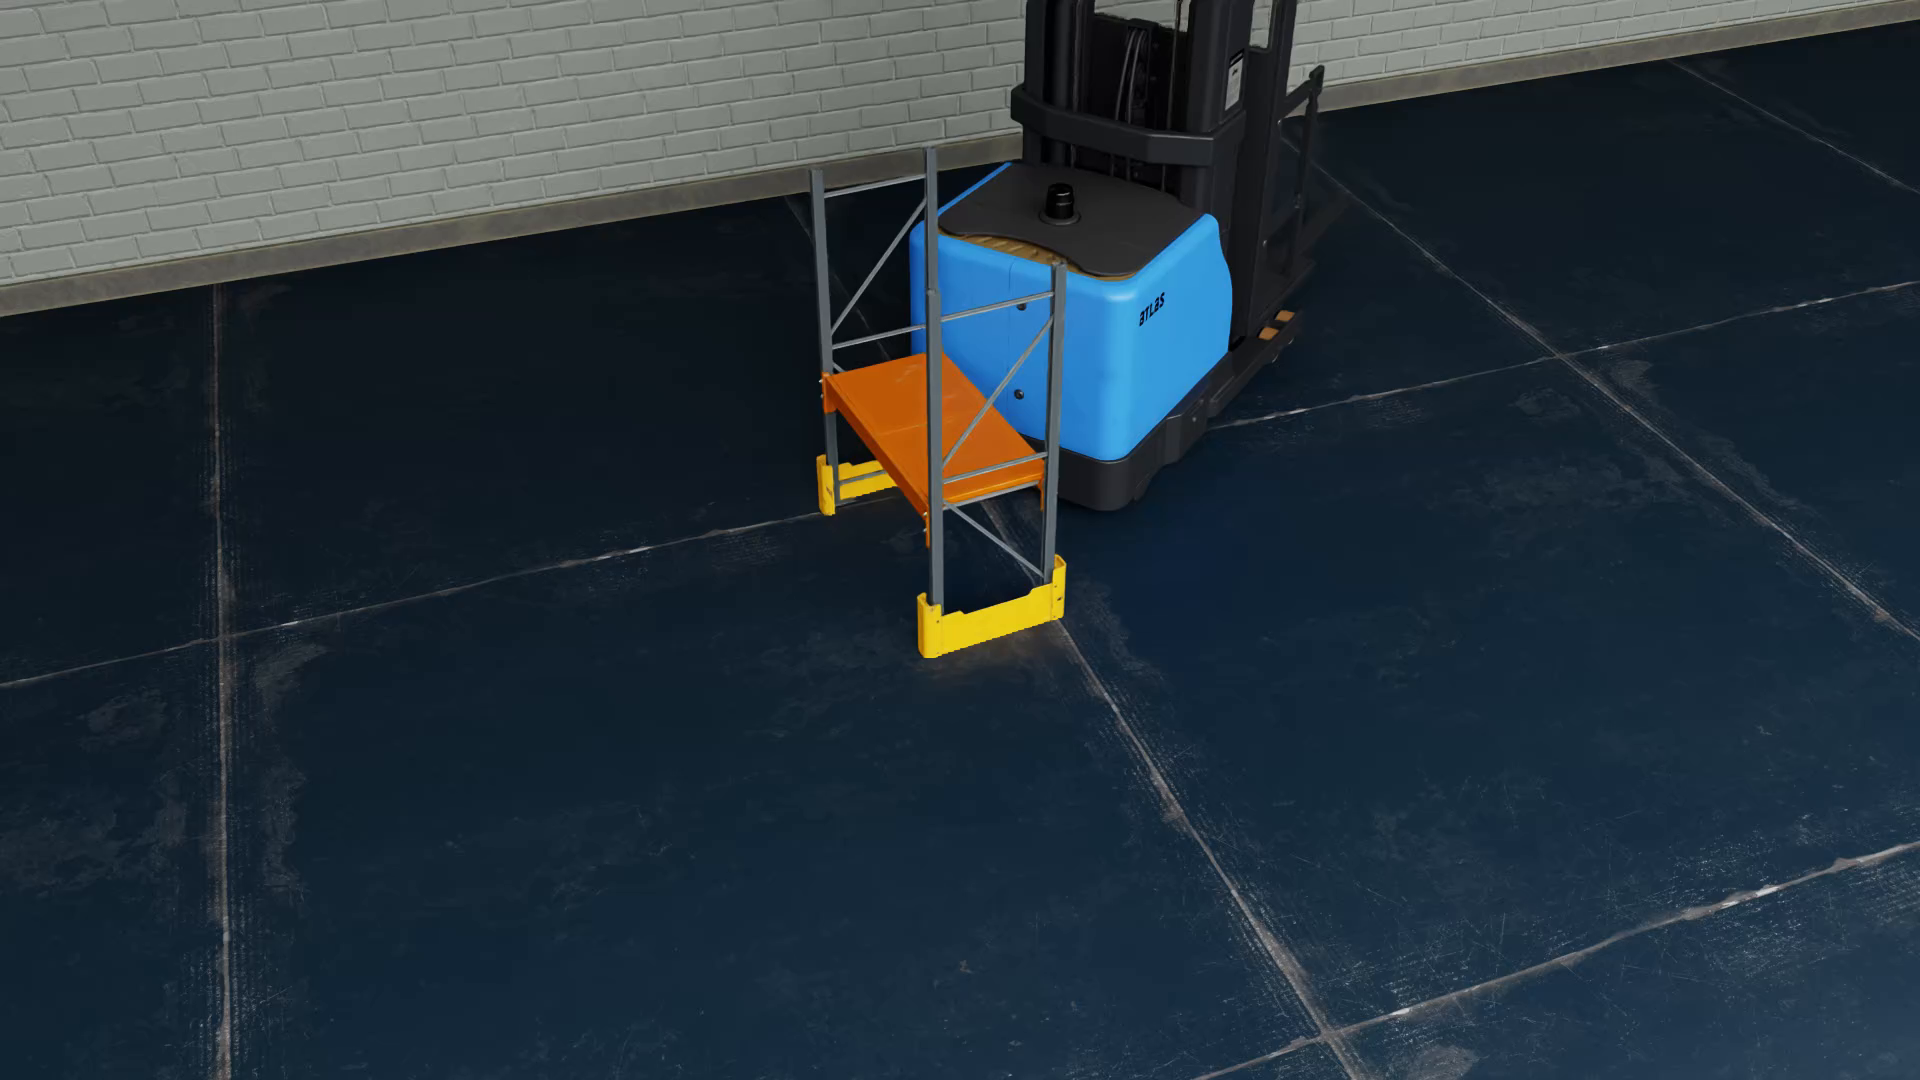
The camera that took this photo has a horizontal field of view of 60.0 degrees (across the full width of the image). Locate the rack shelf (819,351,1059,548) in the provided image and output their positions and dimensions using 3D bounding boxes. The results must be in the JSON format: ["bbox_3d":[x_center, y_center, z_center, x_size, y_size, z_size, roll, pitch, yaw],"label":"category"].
[{"bbox_3d":[-0.099,-0.383,6.311,0.538,0.185,1.000,-16,40,-20],"label":"rack shelf"}]

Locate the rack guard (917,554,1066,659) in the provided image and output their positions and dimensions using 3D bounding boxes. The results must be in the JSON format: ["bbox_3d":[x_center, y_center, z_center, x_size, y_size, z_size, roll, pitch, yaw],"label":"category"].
[{"bbox_3d":[0.120,0.248,6.213,0.587,0.250,0.087,-16,40,-20],"label":"rack guard"}]

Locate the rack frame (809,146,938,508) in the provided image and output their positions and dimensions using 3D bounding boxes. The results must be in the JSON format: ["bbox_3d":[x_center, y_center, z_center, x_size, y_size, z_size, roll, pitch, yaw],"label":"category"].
[{"bbox_3d":[-0.318,-0.802,6.569,0.500,1.500,0.032,-16,40,-20],"label":"rack frame"}]

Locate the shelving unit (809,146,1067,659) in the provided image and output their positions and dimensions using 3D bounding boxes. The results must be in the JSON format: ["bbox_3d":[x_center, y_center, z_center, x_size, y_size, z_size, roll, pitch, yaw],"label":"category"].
[{"bbox_3d":[-0.095,-0.521,6.196,0.587,1.500,1.083,-16,40,-20],"label":"shelving unit"}]

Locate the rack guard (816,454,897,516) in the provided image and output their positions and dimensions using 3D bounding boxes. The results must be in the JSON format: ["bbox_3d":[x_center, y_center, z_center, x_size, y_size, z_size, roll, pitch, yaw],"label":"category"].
[{"bbox_3d":[-0.310,-0.293,6.931,0.587,0.250,0.087,-16,40,-20],"label":"rack guard"}]

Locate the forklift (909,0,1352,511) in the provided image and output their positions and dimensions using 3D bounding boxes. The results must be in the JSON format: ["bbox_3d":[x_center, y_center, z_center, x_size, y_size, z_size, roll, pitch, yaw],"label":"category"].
[{"bbox_3d":[0.988,-2.145,7.162,1.130,2.935,3.031,21,42,25],"label":"forklift"}]

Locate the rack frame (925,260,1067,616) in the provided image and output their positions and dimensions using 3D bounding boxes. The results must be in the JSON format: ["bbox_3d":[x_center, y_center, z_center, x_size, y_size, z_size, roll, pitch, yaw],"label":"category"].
[{"bbox_3d":[0.120,-0.250,5.836,0.500,1.500,0.032,-16,40,-20],"label":"rack frame"}]
